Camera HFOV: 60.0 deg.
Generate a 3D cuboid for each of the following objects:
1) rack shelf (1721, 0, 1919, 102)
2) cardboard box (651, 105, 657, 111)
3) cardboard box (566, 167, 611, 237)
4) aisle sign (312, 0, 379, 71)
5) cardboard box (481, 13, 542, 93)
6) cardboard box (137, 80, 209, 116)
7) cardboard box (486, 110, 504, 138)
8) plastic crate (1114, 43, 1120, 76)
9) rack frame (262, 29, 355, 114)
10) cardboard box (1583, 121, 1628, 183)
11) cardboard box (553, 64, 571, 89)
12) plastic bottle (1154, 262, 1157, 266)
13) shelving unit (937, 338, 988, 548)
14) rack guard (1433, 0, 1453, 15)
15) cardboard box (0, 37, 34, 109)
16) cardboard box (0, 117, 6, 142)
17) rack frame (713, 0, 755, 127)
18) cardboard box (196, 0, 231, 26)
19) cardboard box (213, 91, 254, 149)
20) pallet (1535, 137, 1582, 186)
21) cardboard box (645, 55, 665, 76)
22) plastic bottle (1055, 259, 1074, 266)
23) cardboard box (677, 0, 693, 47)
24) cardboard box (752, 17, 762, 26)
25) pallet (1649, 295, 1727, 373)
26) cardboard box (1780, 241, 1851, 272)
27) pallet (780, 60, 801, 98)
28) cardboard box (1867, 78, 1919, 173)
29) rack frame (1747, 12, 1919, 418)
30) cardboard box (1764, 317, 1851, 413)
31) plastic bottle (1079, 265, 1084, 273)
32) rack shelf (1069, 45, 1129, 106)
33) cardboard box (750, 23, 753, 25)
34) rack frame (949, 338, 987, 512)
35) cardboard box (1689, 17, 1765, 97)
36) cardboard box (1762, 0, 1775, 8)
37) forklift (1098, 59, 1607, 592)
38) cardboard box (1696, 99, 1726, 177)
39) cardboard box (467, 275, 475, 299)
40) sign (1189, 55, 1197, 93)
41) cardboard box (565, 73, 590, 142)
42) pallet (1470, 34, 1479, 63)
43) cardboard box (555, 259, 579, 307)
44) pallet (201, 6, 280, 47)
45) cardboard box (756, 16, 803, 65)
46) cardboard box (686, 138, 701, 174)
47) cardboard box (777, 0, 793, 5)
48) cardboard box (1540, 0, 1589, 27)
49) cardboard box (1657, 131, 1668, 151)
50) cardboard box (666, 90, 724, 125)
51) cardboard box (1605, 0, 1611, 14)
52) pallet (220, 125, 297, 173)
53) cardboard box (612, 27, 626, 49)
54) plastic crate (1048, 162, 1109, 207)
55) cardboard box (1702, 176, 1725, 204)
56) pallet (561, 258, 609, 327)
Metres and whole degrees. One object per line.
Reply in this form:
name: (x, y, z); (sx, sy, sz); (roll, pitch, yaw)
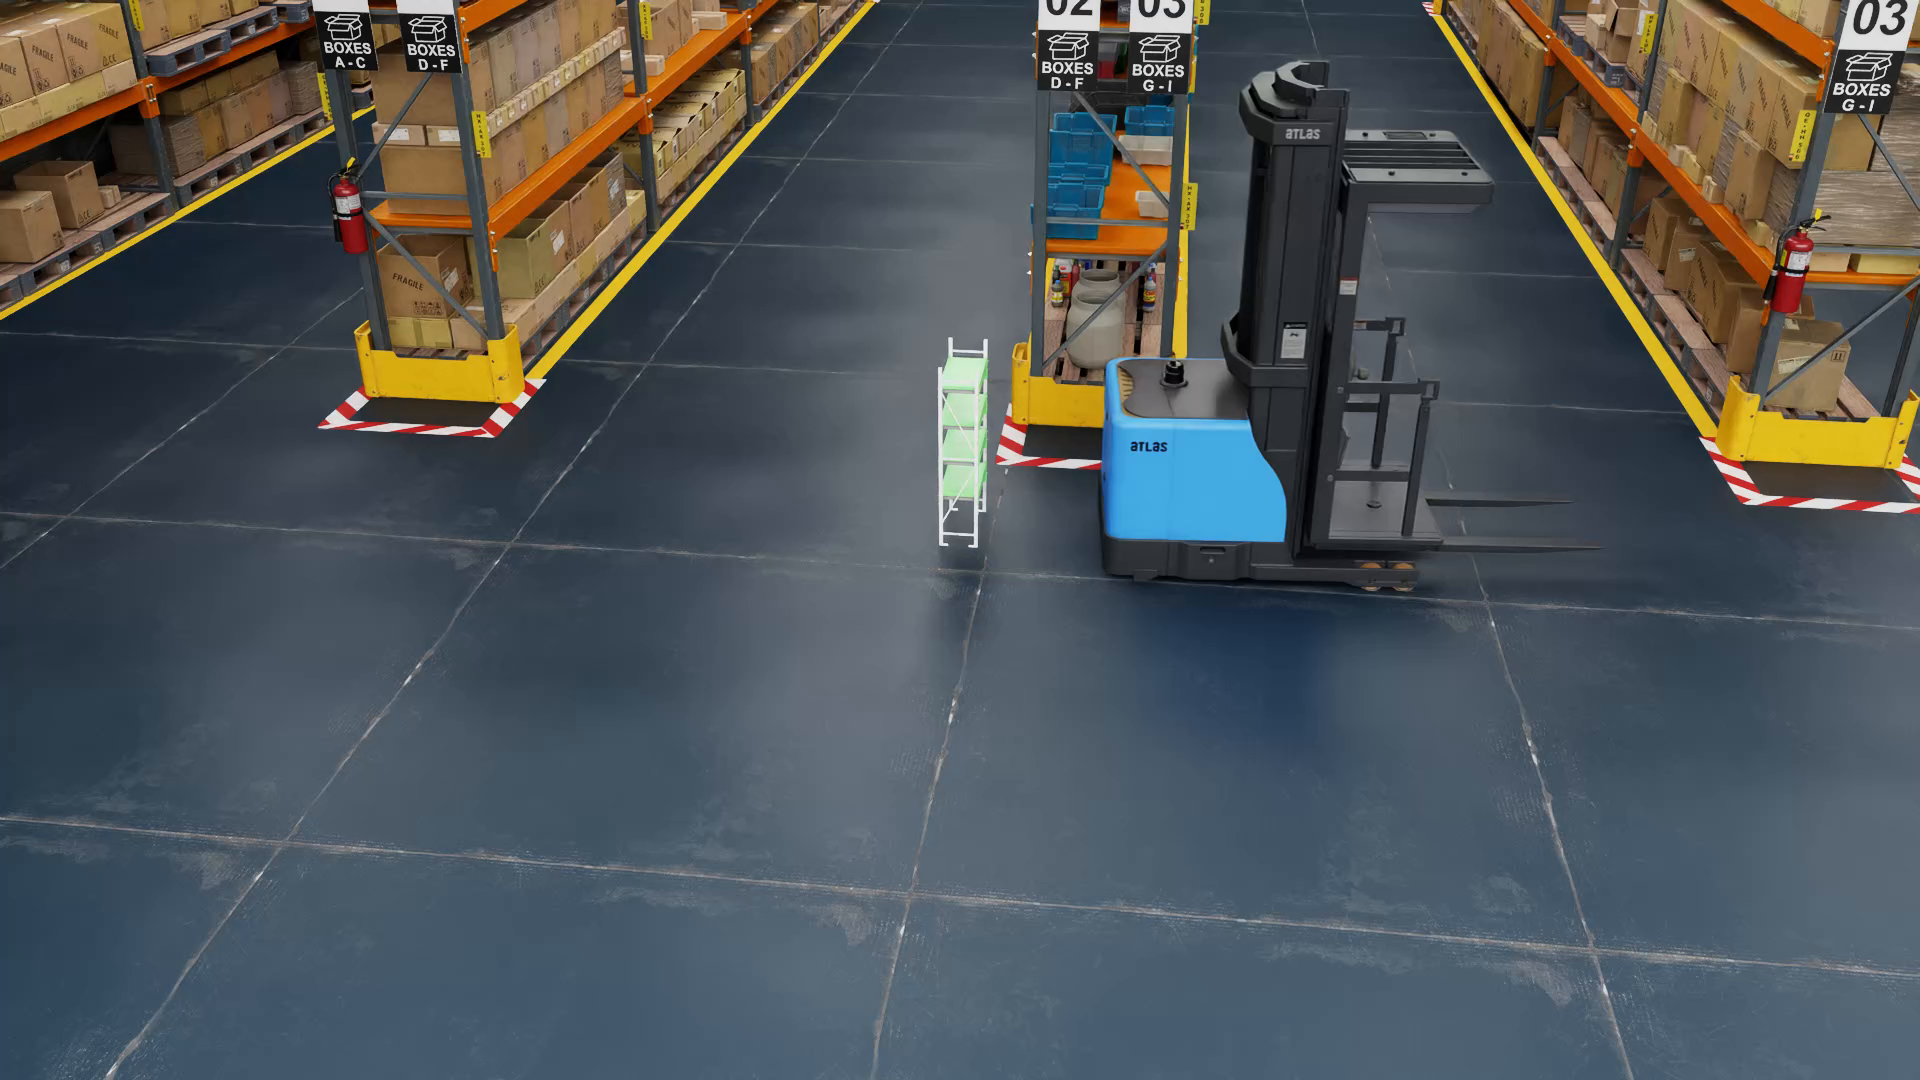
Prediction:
rack shelf: (6.169, -3.832, 12.089); (1.077, 0.370, 4.000); (3, 28, 6)
cardboard box: (-3.466, -4.492, 17.583); (0.500, 0.311, 0.500); (3, 28, 6)
cardboard box: (-3.388, -2.951, 14.522); (0.500, 0.500, 0.500); (3, 28, 6)
aisle sign: (-4.207, -3.595, 11.312); (0.394, 0.787, 0.004); (3, 28, 6)
cardboard box: (-3.711, -3.809, 12.976); (0.700, 0.500, 0.500); (3, 29, 6)
cardboard box: (-8.210, -4.612, 17.321); (0.500, 0.250, 0.500); (3, 28, 5)
cardboard box: (-3.616, -3.091, 12.327); (0.380, 0.149, 0.250); (3, 28, 5)
plastic crate: (1.324, -4.588, 15.913); (0.392, 0.384, 0.575); (3, 28, 6)
rack frame: (-7.844, -6.516, 19.475); (1.000, 3.000, 0.127); (3, 28, 6)
cardboard box: (6.724, -3.900, 16.791); (0.700, 0.500, 0.500); (6, 29, 10)
cardboard box: (-3.425, -3.814, 13.669); (0.380, 0.149, 0.250); (4, 29, 8)
plastic bottle: (1.618, -2.307, 14.074); (0.097, 0.271, 0.097); (0, 28, 0)
shelving unit: (0.020, -0.606, 10.402); (0.258, 1.200, 0.503); (3, 28, 6)
rack guard: (7.887, -8.329, 25.476); (1.175, 0.500, 0.348); (3, 28, 6)
cardboard box: (-8.276, -3.949, 14.057); (0.500, 0.500, 0.500); (4, 29, 8)
cardboard box: (-8.332, -3.389, 13.808); (0.500, 0.250, 0.500); (3, 28, 5)
rack frame: (-2.928, -6.230, 18.944); (1.000, 3.000, 0.127); (3, 28, 6)
cardboard box: (-8.113, -5.683, 17.359); (0.700, 0.500, 0.500); (7, 29, 13)
cardboard box: (-8.145, -4.558, 18.012); (0.700, 0.500, 0.500); (4, 29, 7)
pallet: (6.806, -4.057, 17.851); (1.003, 0.211, 1.213); (3, 28, 6)
cardboard box: (-3.106, -4.642, 16.261); (0.380, 0.149, 0.250); (3, 28, 6)
plastic bottle: (0.873, -2.242, 13.949); (0.152, 0.276, 0.135); (3, 28, 5)
cardboard box: (-3.117, -5.484, 17.453); (0.500, 0.500, 0.500); (2, 28, 3)
cardboard box: (-2.862, -6.506, 21.628); (0.500, 0.500, 0.500); (4, 29, 7)
pallet: (6.219, -1.648, 13.379); (1.003, 0.211, 1.213); (3, 28, 6)
cardboard box: (5.754, -1.923, 11.213); (0.380, 0.149, 0.250); (3, 28, 6)
pallet: (-2.647, -5.925, 21.317); (1.003, 0.211, 1.213); (3, 28, 6)
cardboard box: (6.261, -2.745, 11.002); (0.500, 0.500, 0.500); (3, 28, 6)
rack frame: (5.923, -1.887, 10.882); (1.000, 3.000, 0.127); (3, 28, 6)
cardboard box: (6.017, -1.265, 11.919); (0.500, 0.500, 0.500); (9, 30, 16)
plastic bottle: (0.999, -2.211, 13.969); (0.097, 0.201, 0.097); (0, 28, 0)
rack shelf: (1.743, -4.683, 16.830); (1.077, 0.370, 4.000); (3, 28, 6)
cardboard box: (-2.922, -6.616, 21.041); (0.500, 0.250, 0.500); (3, 28, 5)
rack frame: (0.050, -0.721, 10.615); (0.240, 1.200, 0.015); (3, 28, 6)
cardboard box: (5.985, -3.717, 12.806); (0.500, 0.500, 0.500); (3, 28, 6)
cardboard box: (5.860, -3.859, 11.539); (0.500, 0.250, 0.500); (4, 29, 7)
forklift: (2.395, -1.239, 9.752); (3.031, 2.935, 1.130); (1, 28, 2)
cardboard box: (6.137, -3.029, 12.583); (0.875, 0.500, 0.500); (3, 28, 6)
cardboard box: (-4.086, -1.945, 13.445); (0.500, 0.250, 0.500); (3, 28, 6)
sign: (2.043, -4.143, 14.777); (0.100, 0.325, 0.005); (3, 28, 6)
cardboard box: (-3.589, -3.698, 14.138); (0.700, 0.500, 0.500); (4, 29, 7)
pallet: (7.565, -6.661, 22.685); (1.003, 0.211, 1.213); (3, 28, 6)
cardboard box: (-3.502, -2.149, 13.825); (0.500, 0.250, 0.500); (3, 28, 6)
pallet: (-8.046, -5.498, 17.787); (1.003, 0.211, 1.213); (3, 28, 6)
cardboard box: (-2.344, -6.489, 21.596); (0.500, 0.500, 0.500); (4, 29, 7)
cardboard box: (-2.998, -3.982, 17.227); (0.500, 0.250, 0.500); (3, 28, 5)
cardboard box: (-2.649, -7.491, 23.456); (0.500, 0.500, 0.500); (3, 28, 6)
cardboard box: (6.718, -5.944, 18.306); (0.500, 0.500, 0.500); (4, 29, 8)
cardboard box: (6.042, -3.339, 13.843); (0.380, 0.149, 0.250); (3, 28, 6)
cardboard box: (-2.869, -4.708, 17.984); (0.500, 0.311, 0.500); (3, 28, 6)
cardboard box: (6.908, -5.357, 16.774); (0.700, 0.500, 0.500); (8, 29, 14)
pallet: (-8.093, -4.348, 18.391); (1.003, 0.211, 1.213); (3, 28, 6)
cardboard box: (-3.238, -4.537, 15.011); (0.380, 0.149, 0.250); (3, 28, 6)
plastic crate: (0.857, -2.668, 12.488); (0.499, 0.251, 0.408); (3, 28, 6)
cardboard box: (5.833, -2.635, 12.535); (0.380, 0.149, 0.250); (3, 28, 6)
pallet: (-3.704, -2.172, 14.351); (1.003, 0.211, 1.213); (3, 28, 6)
